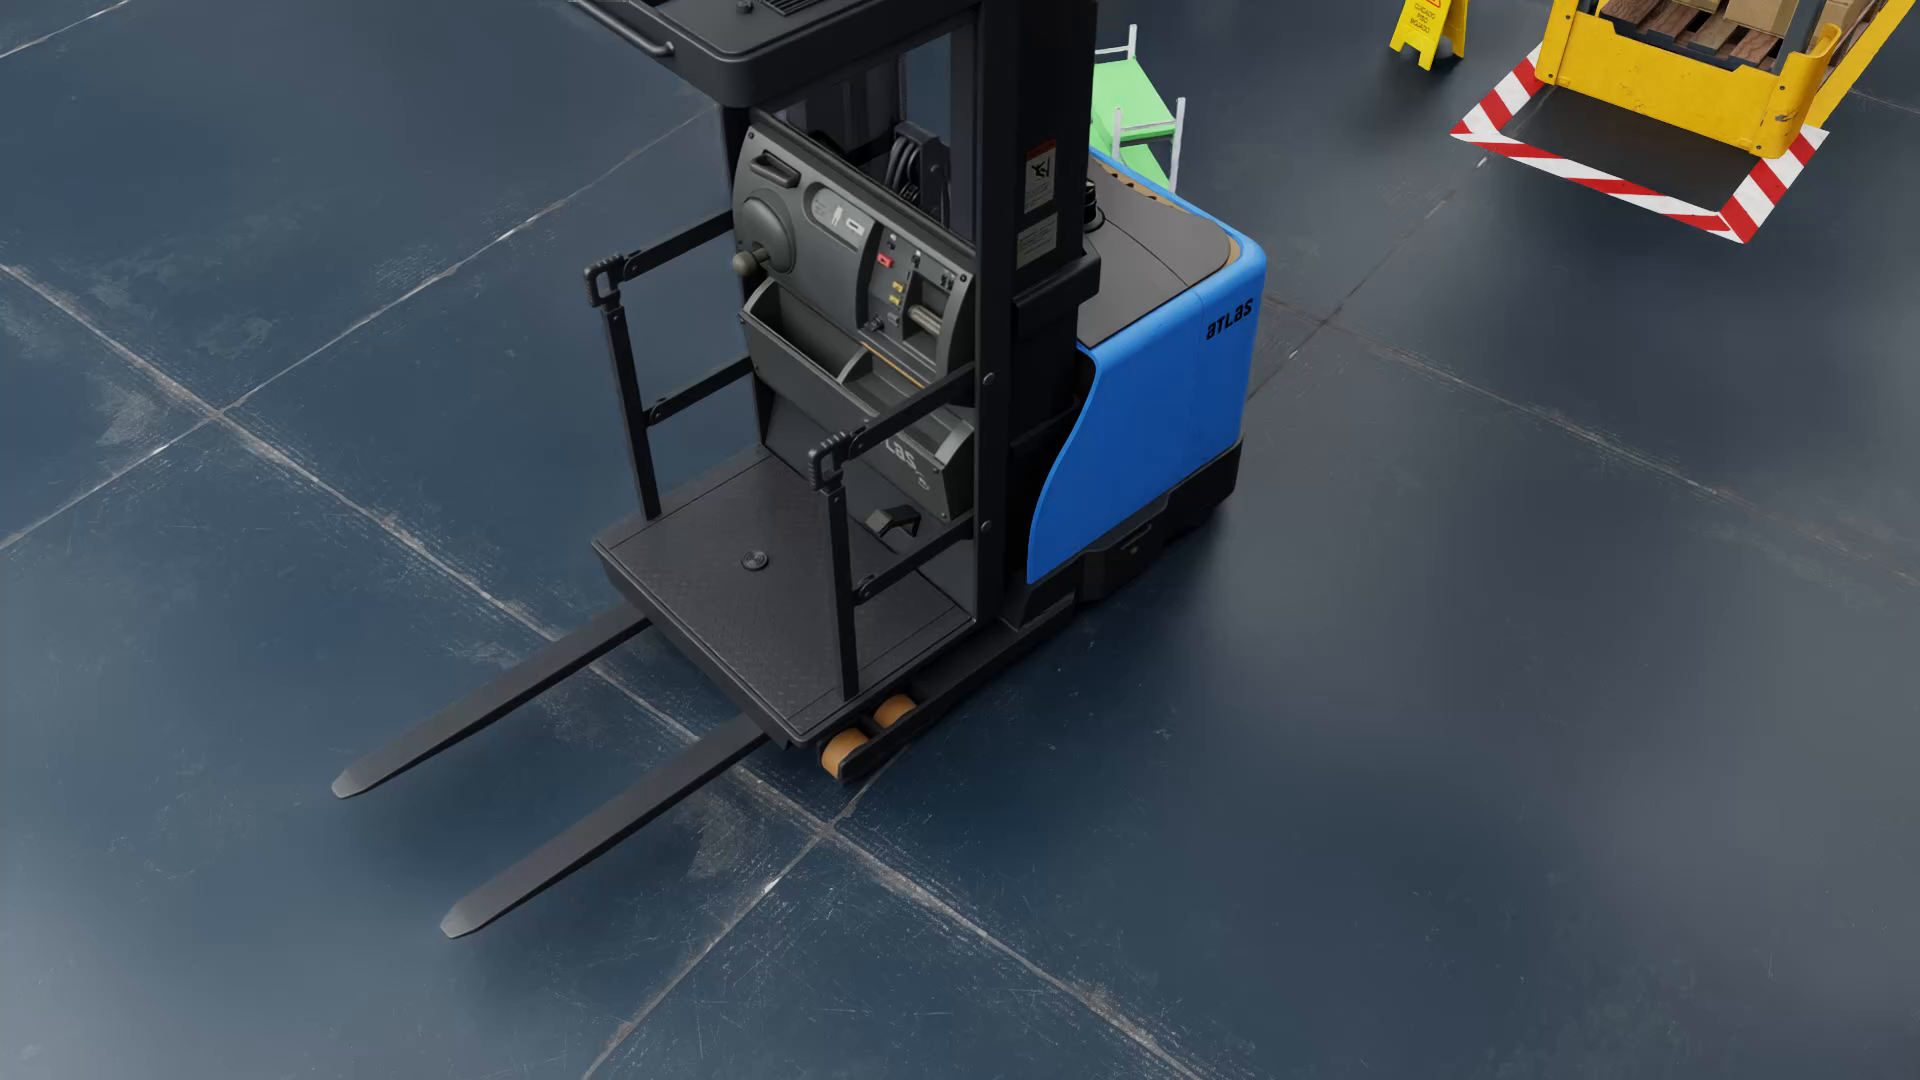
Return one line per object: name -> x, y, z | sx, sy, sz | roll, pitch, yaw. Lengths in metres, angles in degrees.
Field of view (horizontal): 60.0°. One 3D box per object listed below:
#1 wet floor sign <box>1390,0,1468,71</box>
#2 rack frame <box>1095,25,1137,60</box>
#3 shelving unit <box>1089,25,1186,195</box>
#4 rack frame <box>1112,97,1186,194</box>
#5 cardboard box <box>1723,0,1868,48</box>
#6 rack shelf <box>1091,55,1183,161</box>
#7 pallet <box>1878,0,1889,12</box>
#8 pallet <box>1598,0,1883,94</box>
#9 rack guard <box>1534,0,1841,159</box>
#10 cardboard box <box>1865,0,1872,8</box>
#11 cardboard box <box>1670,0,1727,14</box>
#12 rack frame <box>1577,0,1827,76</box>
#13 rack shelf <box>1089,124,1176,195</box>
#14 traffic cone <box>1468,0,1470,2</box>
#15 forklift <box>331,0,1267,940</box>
wet floor sign -> 2.241, -2.567, 7.756 | 0.232, 0.644, 0.267 | -25, 51, -22
rack frame -> 0.500, -1.360, 6.219 | 0.240, 1.200, 0.015 | -11, 47, -10
shelving unit -> 0.562, -1.189, 6.056 | 0.258, 1.200, 0.503 | -11, 47, -10
rack frame -> 0.625, -1.019, 5.893 | 0.240, 1.200, 0.015 | -11, 47, -10
cardboard box -> 3.916, -2.551, 7.723 | 0.500, 0.250, 0.500 | 29, 53, 25
rack shelf -> 0.562, -1.477, 5.755 | 0.258, 0.148, 0.480 | -11, 47, -10
pallet -> 4.521, -3.241, 8.700 | 1.003, 0.211, 1.213 | 29, 53, 25
pallet -> 3.775, -2.546, 8.036 | 1.003, 0.211, 1.213 | 29, 53, 25
rack guard -> 3.250, -2.196, 7.502 | 1.175, 0.500, 0.348 | 29, 53, 25
cardboard box -> 4.234, -2.840, 7.999 | 0.500, 0.250, 0.500 | 31, 54, 26
cardboard box -> 3.500, -2.807, 7.968 | 0.500, 0.250, 0.500 | 29, 53, 25
rack frame -> 3.204, -3.016, 6.557 | 1.000, 3.000, 0.127 | 29, 53, 25
rack shelf -> 0.562, -1.311, 5.929 | 0.258, 0.148, 0.480 | -11, 47, -10
traffic cone -> 2.446, -2.956, 8.254 | 0.336, 0.463, 0.334 | 29, 53, 25
forklift -> -0.461, -0.709, 4.401 | 3.031, 2.935, 1.130 | -33, 55, -28
